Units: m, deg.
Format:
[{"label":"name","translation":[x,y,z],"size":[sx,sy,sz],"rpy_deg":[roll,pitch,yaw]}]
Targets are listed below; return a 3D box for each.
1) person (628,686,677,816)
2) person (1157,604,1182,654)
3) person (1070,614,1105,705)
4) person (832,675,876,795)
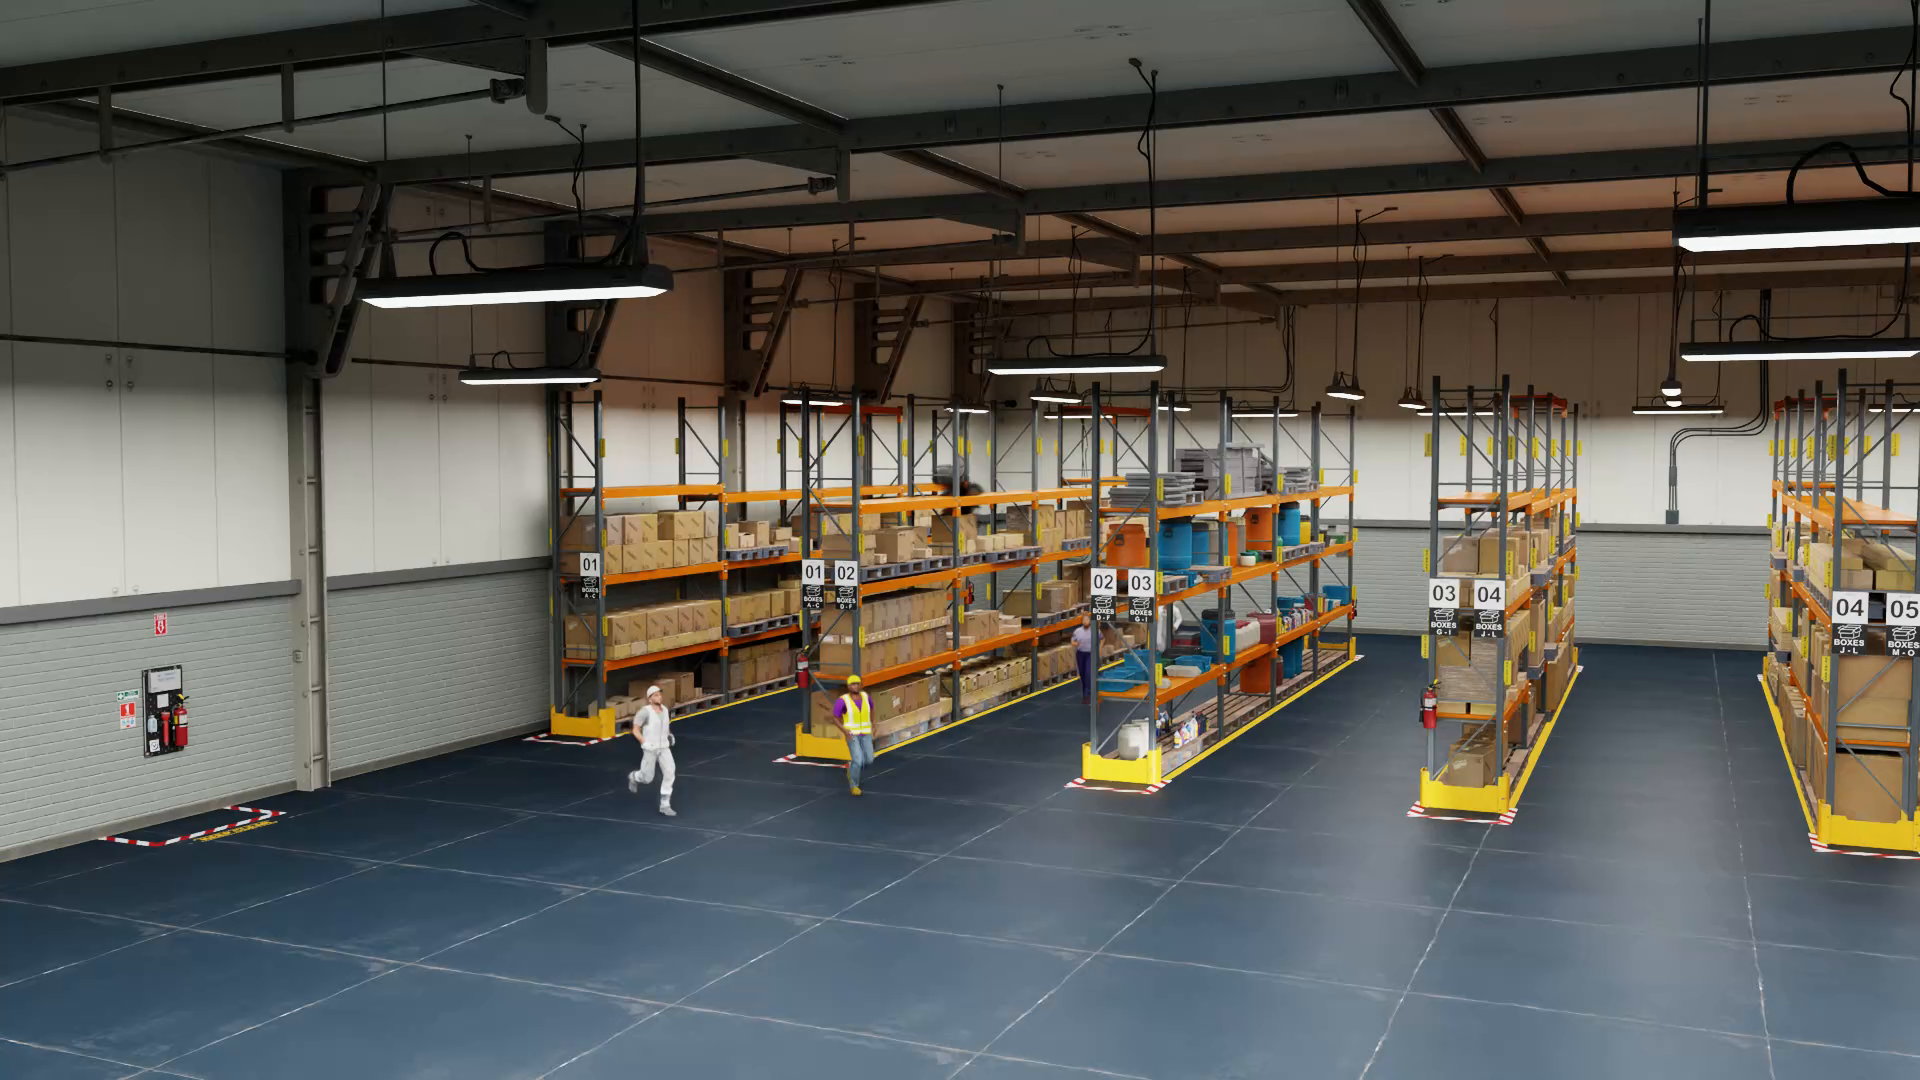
[{"label":"person","translation":[-4.226,2.880,22.928],"size":[0.645,1.753,0.962],"rpy_deg":[-3,4,-42]},{"label":"person","translation":[4.537,2.089,36.824],"size":[0.698,1.735,0.633],"rpy_deg":[1,3,15]},{"label":"person","translation":[2.359,2.237,31.022],"size":[0.607,1.664,0.910],"rpy_deg":[1,3,19]},{"label":"person","translation":[-1.503,2.813,24.096],"size":[0.700,1.728,0.539],"rpy_deg":[-2,4,-29]}]
